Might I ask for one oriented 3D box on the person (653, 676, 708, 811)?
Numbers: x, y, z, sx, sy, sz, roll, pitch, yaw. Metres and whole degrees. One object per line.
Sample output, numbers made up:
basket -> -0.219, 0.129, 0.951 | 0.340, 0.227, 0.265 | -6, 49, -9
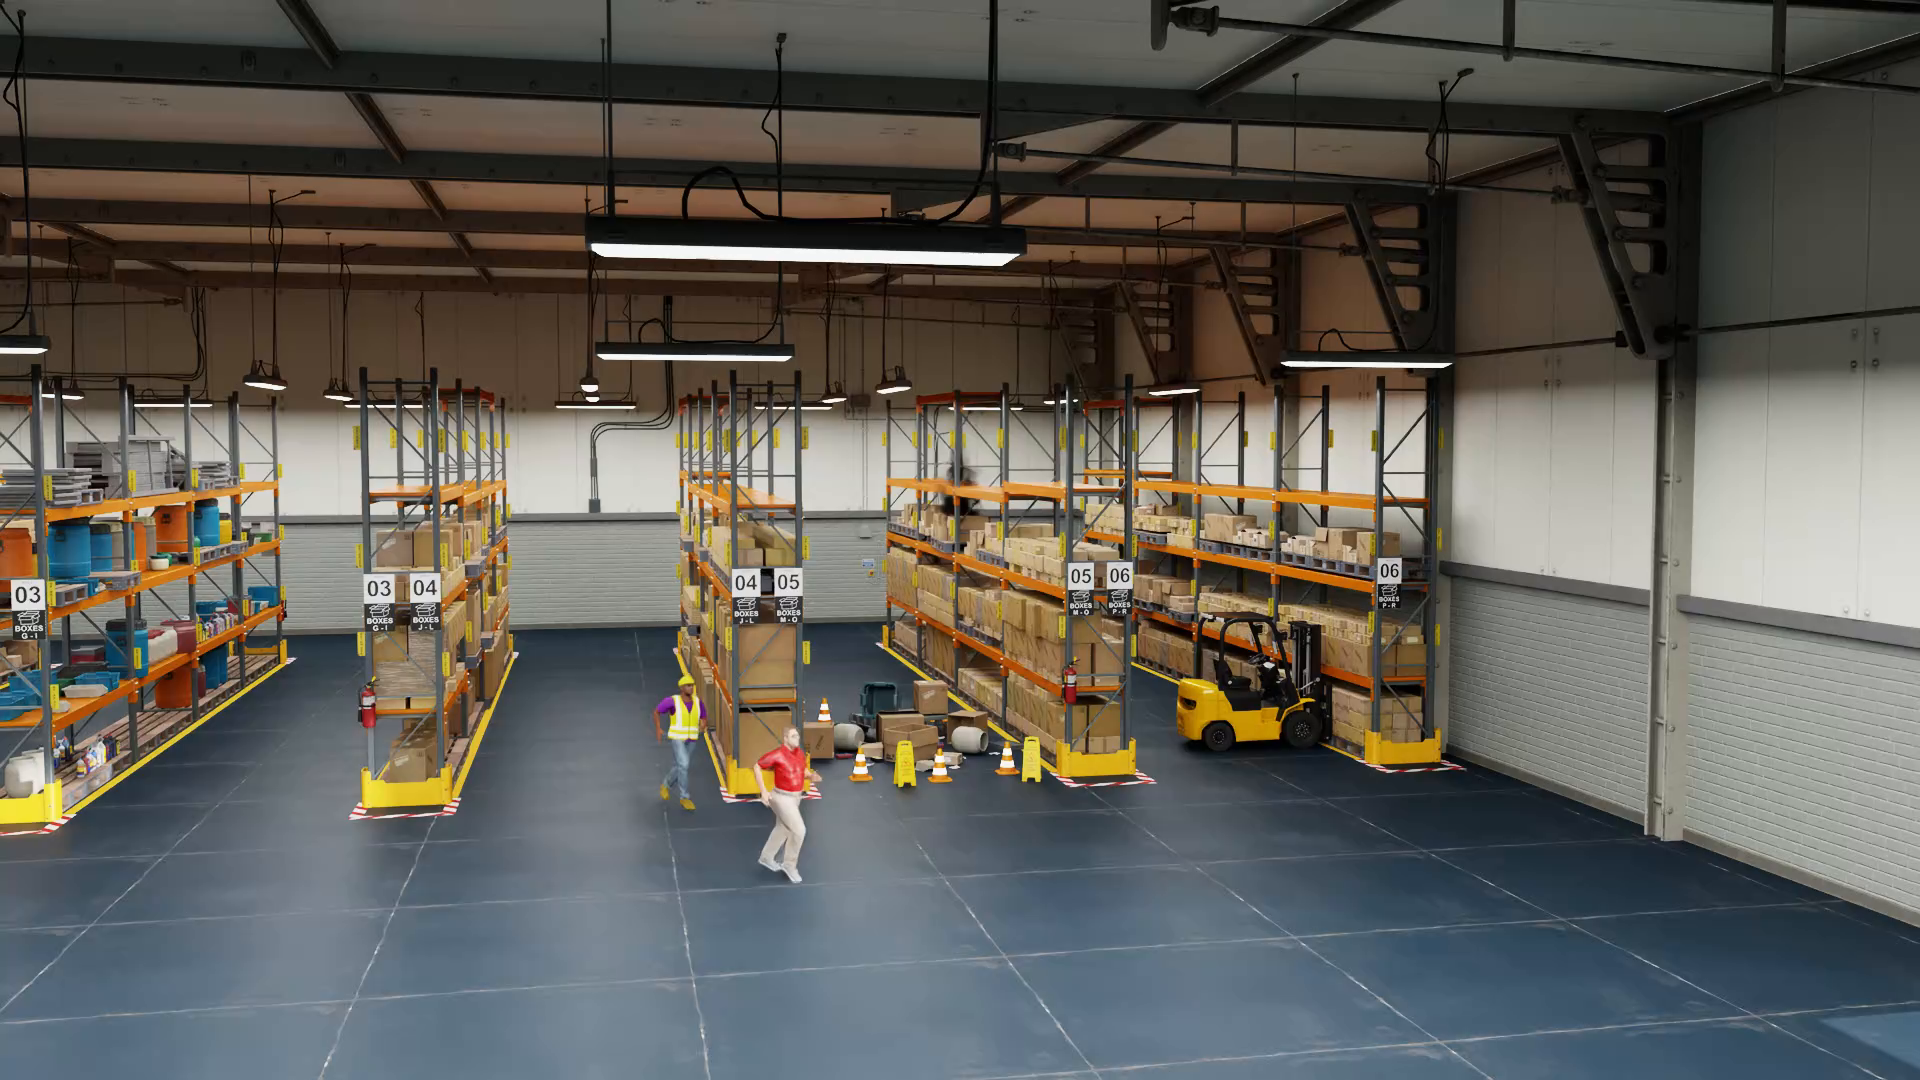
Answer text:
person -> -3.770, 2.752, 22.858 | 0.731, 1.752, 0.916 | -3, 4, -40

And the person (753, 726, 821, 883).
person -> -1.958, 3.022, 19.015 | 0.830, 1.793, 0.628 | 2, 4, 24
